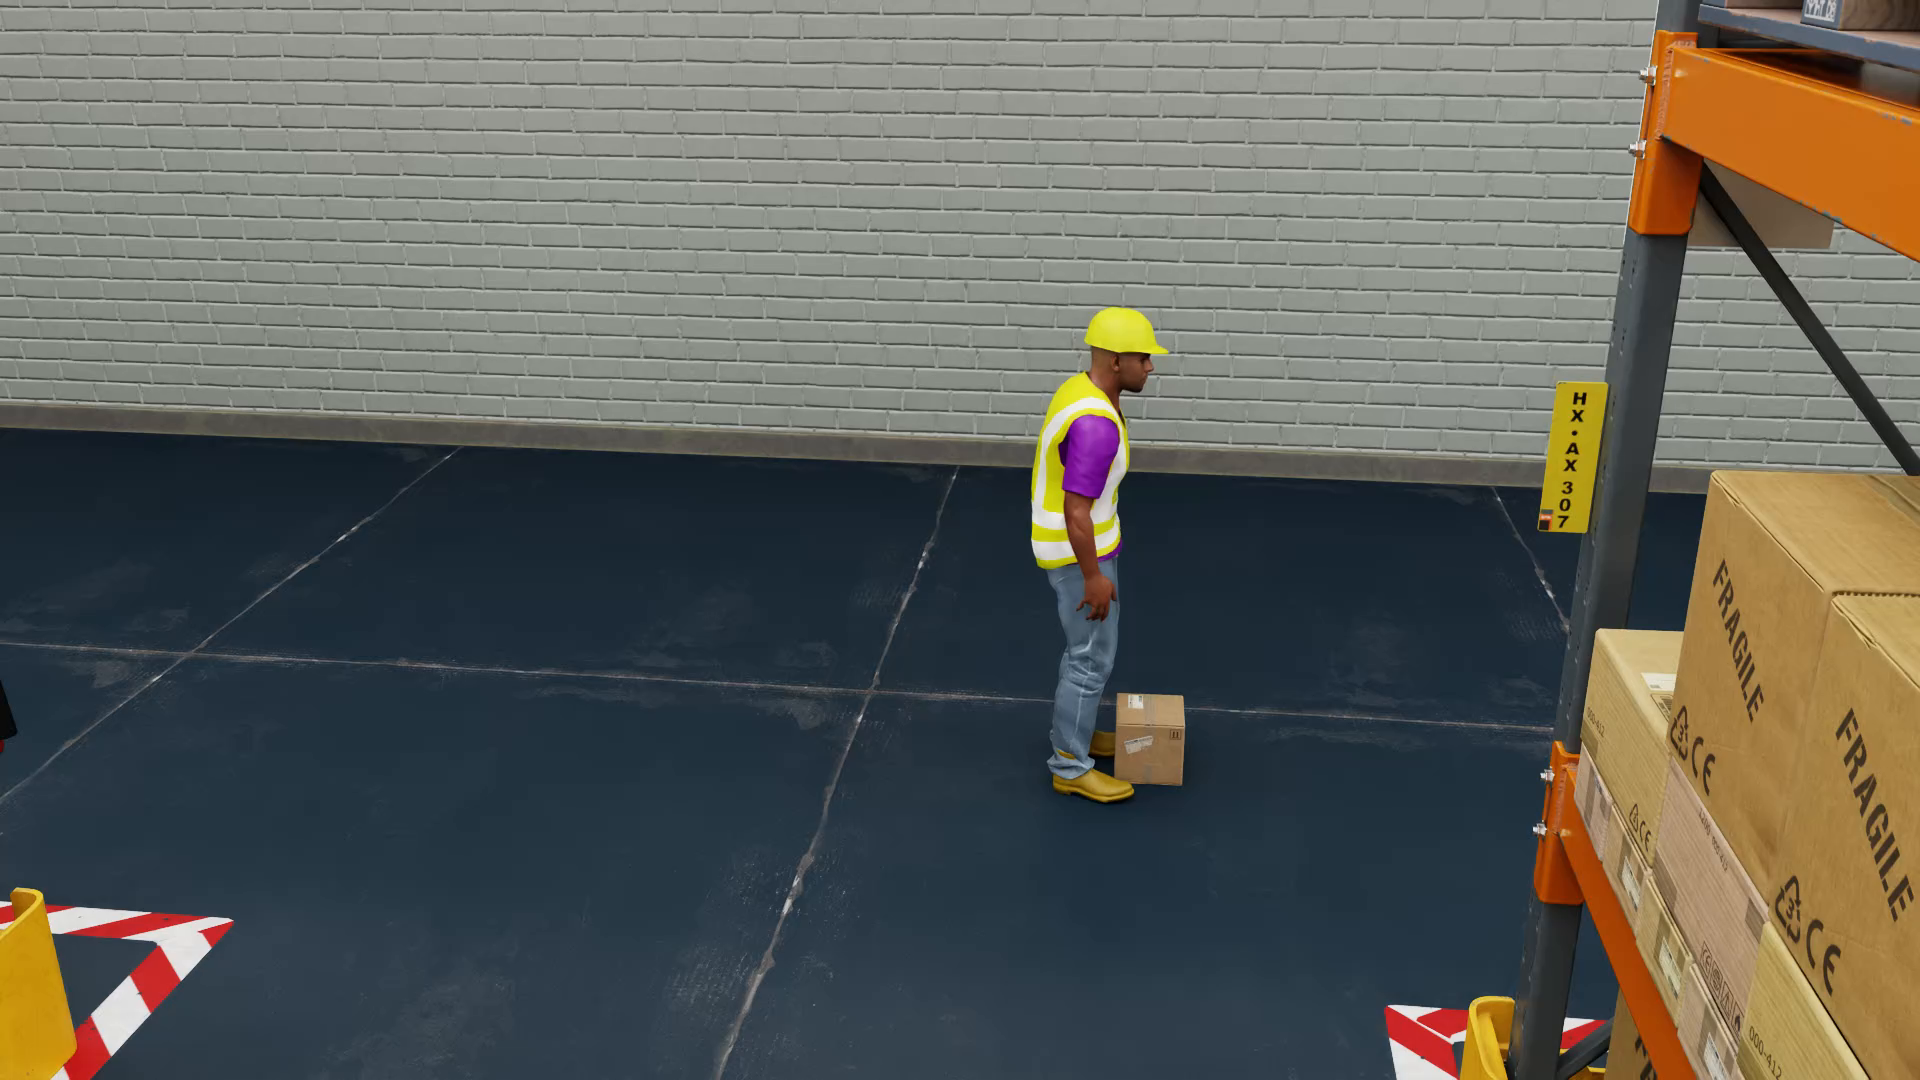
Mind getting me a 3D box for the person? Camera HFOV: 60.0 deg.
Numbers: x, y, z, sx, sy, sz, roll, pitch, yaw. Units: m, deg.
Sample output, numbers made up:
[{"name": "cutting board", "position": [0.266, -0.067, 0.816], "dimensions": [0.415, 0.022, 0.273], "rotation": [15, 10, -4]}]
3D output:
[{"name": "person", "position": [0.484, 0.035, 5.965], "dimensions": [0.462, 1.761, 0.629], "rotation": [2, 21, 6]}]
